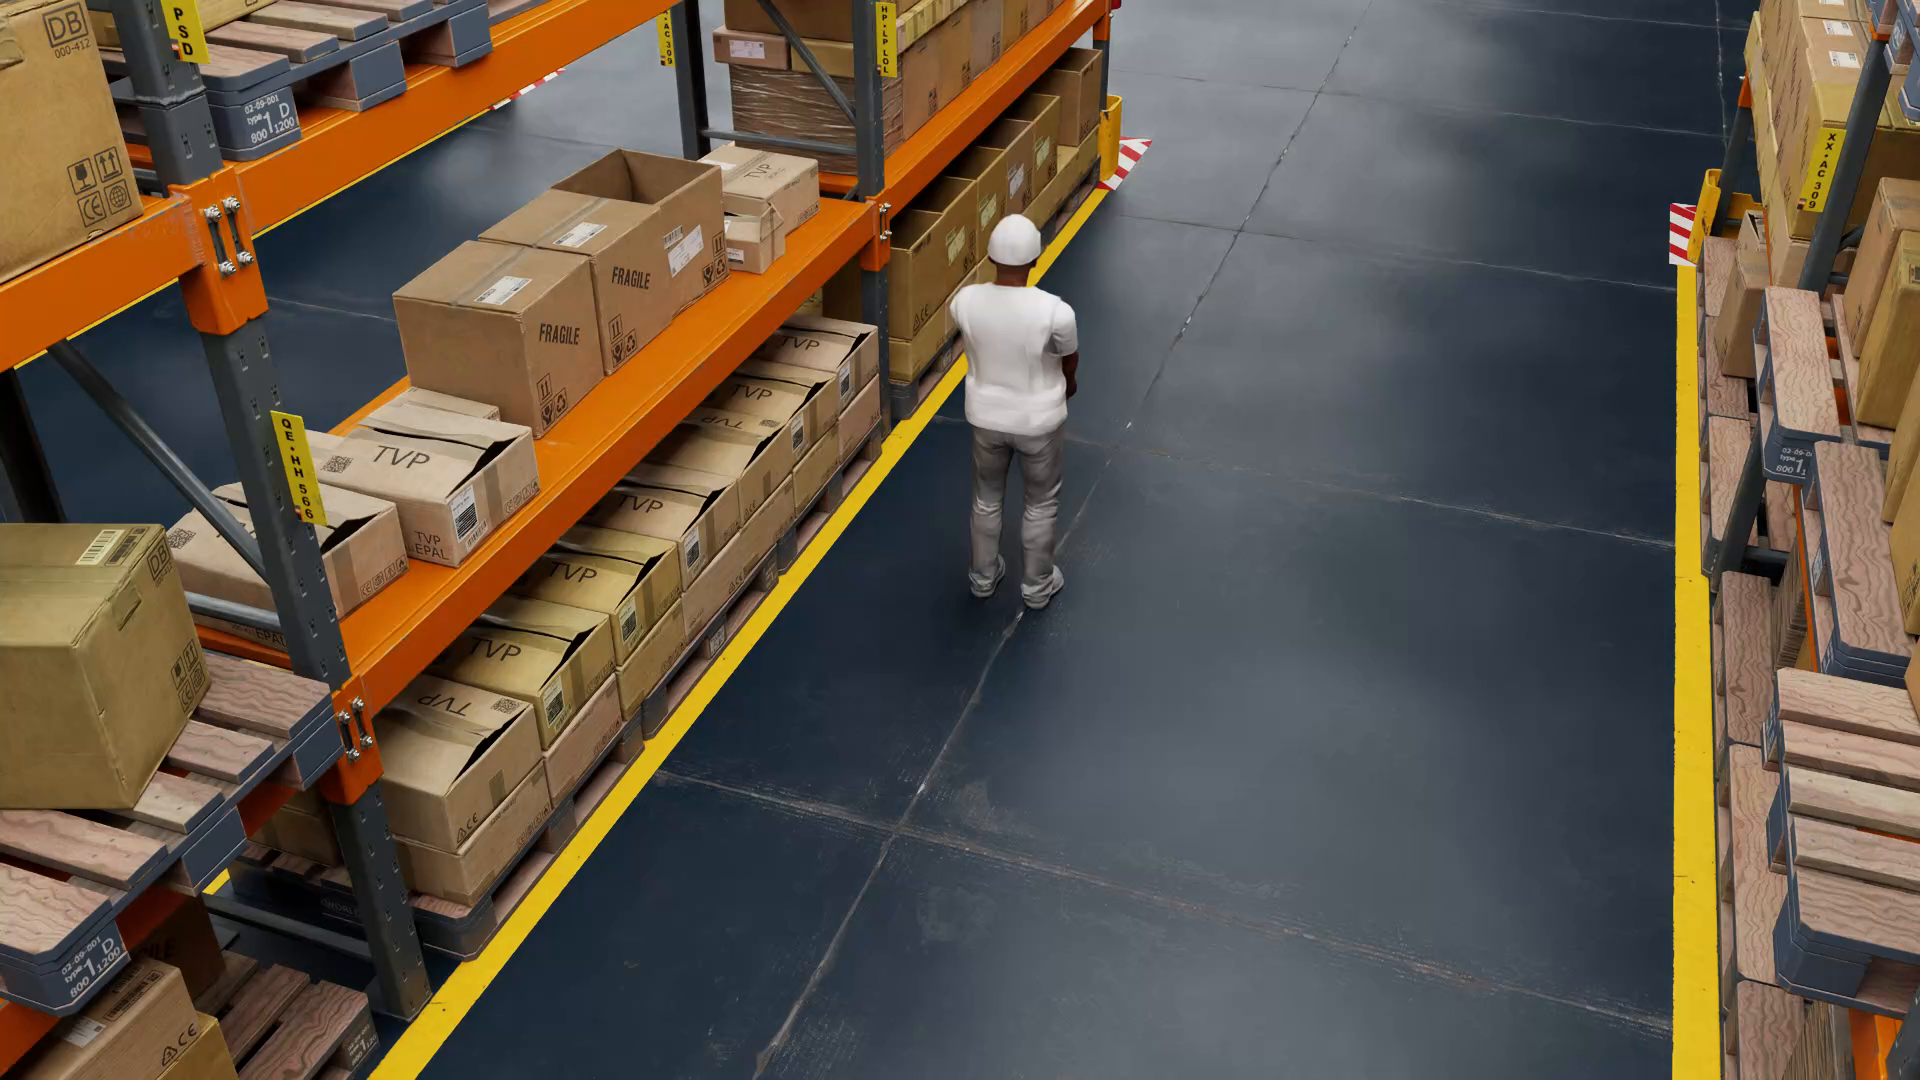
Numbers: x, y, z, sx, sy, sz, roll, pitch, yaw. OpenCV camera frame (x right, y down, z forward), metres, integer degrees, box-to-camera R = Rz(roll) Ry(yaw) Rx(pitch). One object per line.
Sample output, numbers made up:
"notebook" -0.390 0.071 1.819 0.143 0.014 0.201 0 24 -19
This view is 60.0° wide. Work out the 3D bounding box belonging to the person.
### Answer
"person" 0.248 -0.554 6.972 0.505 1.763 0.577 11 35 16
